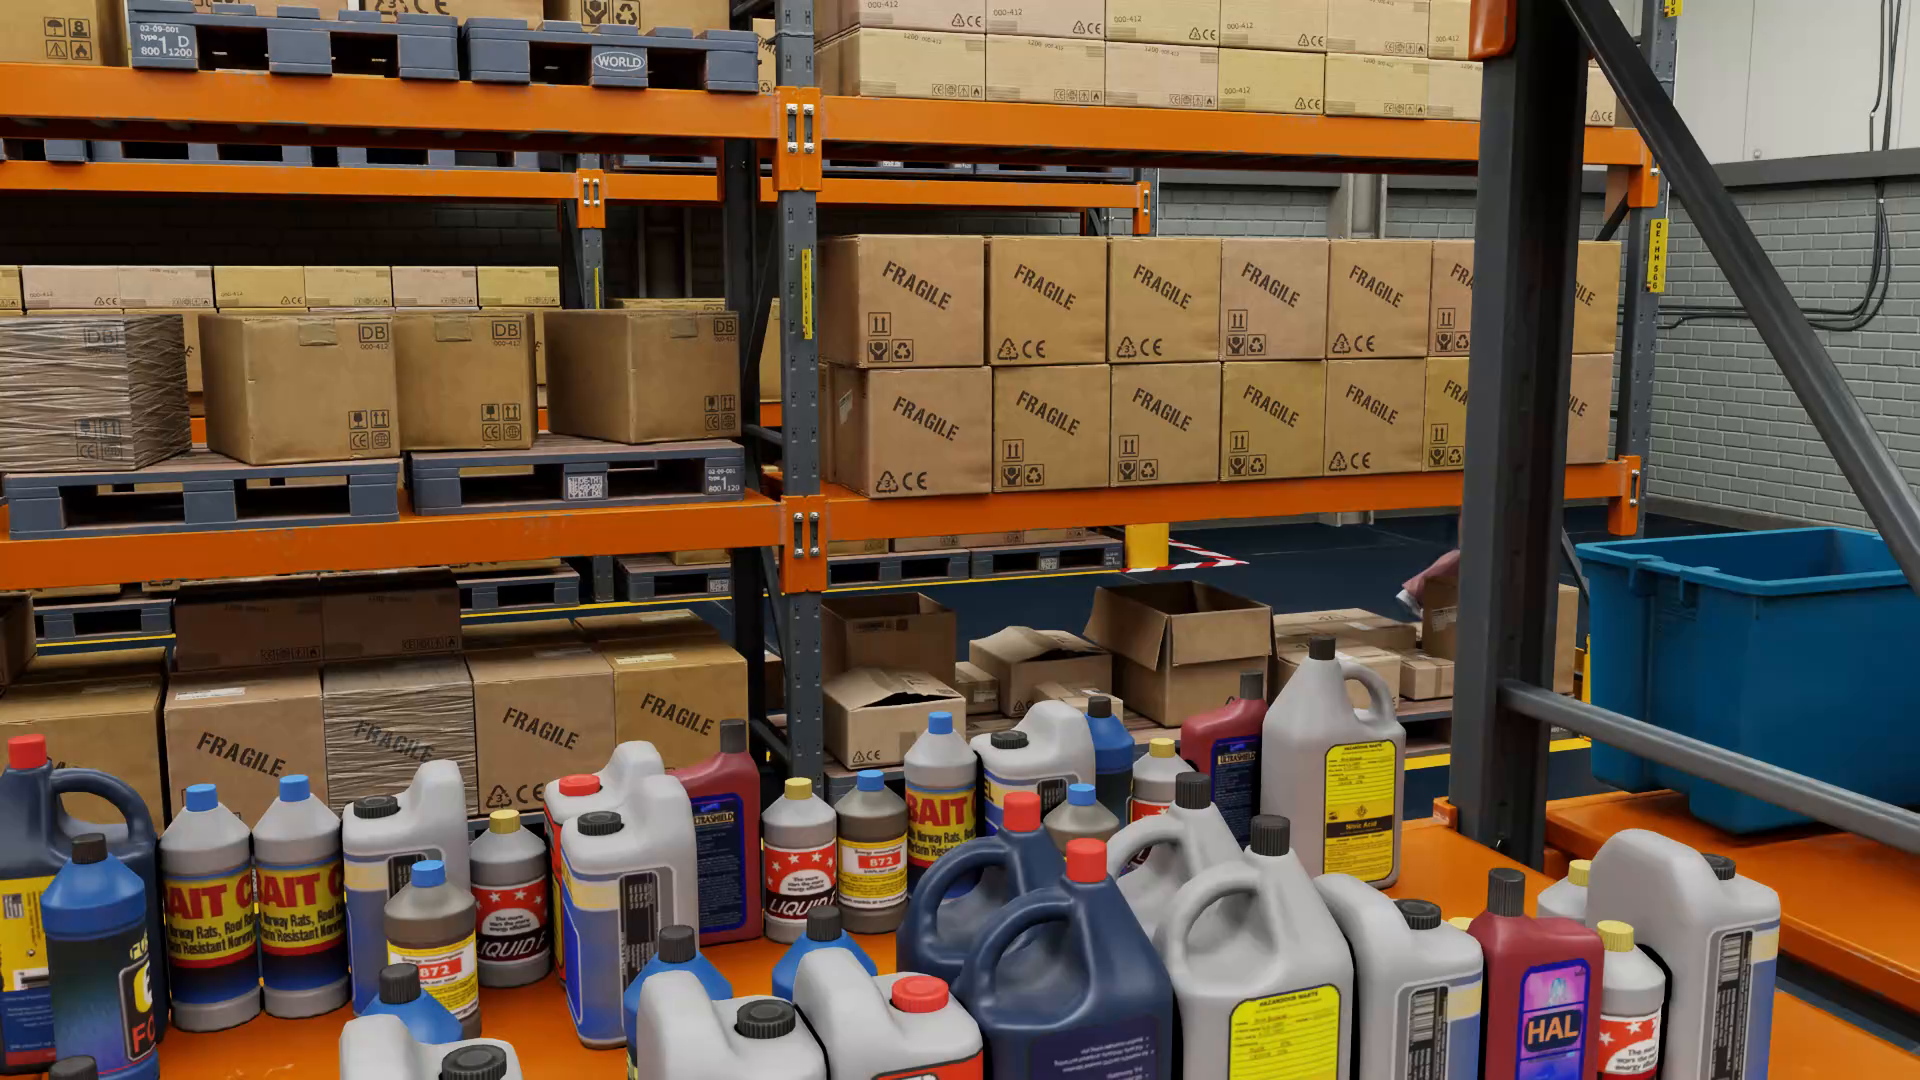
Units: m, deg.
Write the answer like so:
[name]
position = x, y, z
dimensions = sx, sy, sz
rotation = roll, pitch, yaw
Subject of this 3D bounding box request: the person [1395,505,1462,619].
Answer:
[person]
position = 3.066, -0.233, 9.852
dimensions = 0.893, 1.633, 0.528
rotation = 1, 9, 4
